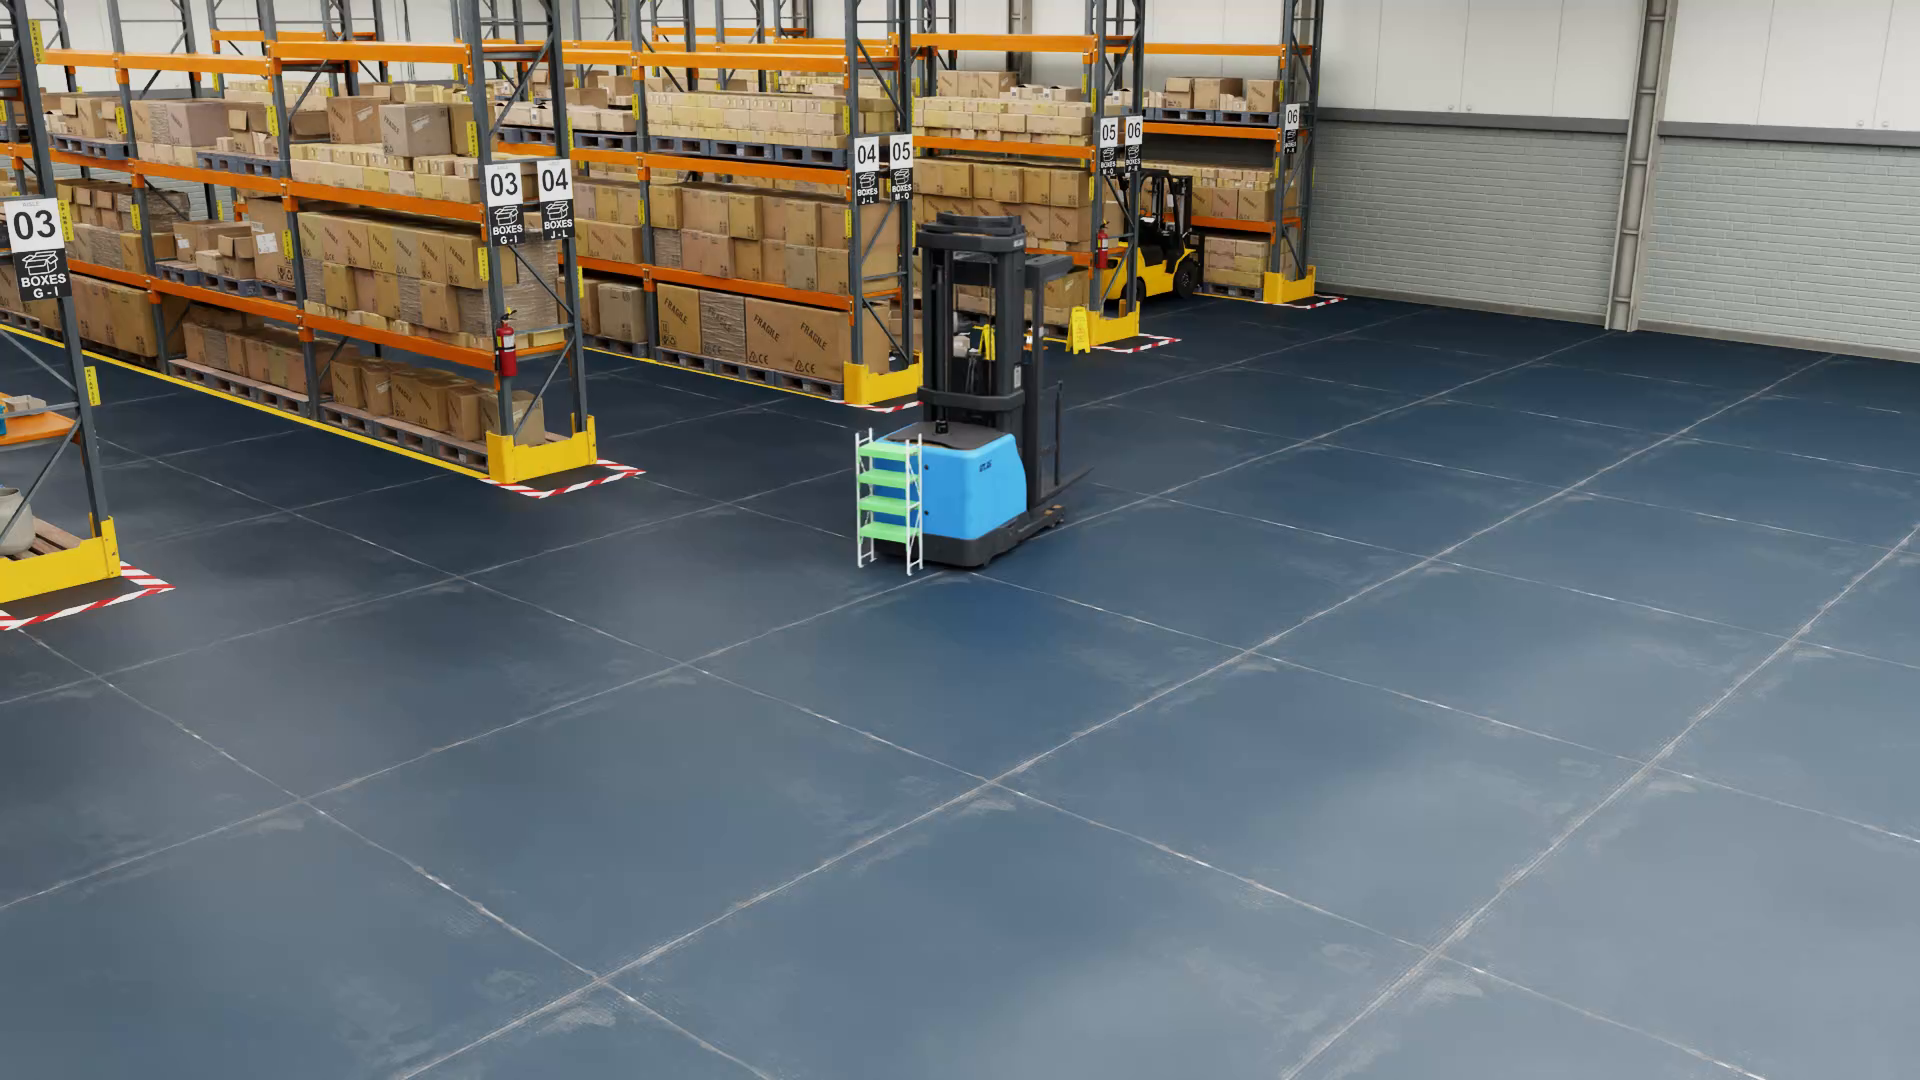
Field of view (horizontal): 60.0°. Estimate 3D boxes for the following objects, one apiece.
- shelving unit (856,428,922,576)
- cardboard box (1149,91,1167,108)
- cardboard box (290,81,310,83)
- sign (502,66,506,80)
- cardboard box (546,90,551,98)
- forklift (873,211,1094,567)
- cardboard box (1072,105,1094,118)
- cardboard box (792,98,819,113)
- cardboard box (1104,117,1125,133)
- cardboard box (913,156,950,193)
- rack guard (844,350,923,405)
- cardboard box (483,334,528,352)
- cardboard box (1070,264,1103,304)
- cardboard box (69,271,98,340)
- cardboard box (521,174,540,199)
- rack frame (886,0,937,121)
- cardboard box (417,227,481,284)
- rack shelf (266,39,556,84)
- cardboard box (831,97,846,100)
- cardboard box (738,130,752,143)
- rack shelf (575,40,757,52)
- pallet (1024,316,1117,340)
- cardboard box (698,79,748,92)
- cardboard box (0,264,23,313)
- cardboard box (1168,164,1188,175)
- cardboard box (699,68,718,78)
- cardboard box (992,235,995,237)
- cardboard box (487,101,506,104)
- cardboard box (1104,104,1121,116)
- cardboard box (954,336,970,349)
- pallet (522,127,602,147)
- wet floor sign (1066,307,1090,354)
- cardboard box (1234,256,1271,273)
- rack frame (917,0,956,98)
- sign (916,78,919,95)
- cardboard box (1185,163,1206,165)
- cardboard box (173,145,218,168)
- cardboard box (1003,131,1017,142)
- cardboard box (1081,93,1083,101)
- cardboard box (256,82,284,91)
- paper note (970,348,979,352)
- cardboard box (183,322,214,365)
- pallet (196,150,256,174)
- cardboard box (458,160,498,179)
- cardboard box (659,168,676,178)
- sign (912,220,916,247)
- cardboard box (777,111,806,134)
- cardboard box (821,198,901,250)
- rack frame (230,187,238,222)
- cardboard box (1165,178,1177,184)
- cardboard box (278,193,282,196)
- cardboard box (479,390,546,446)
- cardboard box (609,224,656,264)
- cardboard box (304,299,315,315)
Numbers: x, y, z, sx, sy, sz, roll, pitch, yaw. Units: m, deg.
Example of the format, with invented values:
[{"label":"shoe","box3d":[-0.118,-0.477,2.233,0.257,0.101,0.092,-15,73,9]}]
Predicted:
[{"label":"shelving unit","box3d":[-0.607,-0.327,14.296,0.503,1.200,0.258,9,20,26]},{"label":"cardboard box","box3d":[3.454,-7.566,28.534,0.258,0.266,0.396,14,23,38]},{"label":"cardboard box","box3d":[-11.552,-7.986,29.259,0.250,0.149,0.380,16,23,40]},{"label":"sign","box3d":[-9.351,-9.538,34.055,0.005,0.325,0.100,15,23,39]},{"label":"cardboard box","box3d":[-7.618,-8.468,31.571,0.250,0.149,0.380,16,23,41]},{"label":"forklift","box3d":[0.358,-1.567,15.342,1.130,2.935,3.031,9,20,26]},{"label":"cardboard box","box3d":[1.796,-6.083,23.597,0.250,0.149,0.380,15,23,40]},{"label":"cardboard box","box3d":[-1.820,-5.282,20.214,0.250,0.149,0.380,16,23,40]},{"label":"cardboard box","box3d":[2.046,-6.053,24.162,0.500,0.250,0.500,15,23,38]},{"label":"cardboard box","box3d":[-0.562,-5.724,26.016,0.500,0.500,0.700,15,23,39]},{"label":"rack guard","box3d":[-0.947,-2.055,20.900,0.348,0.500,1.175,15,23,39]},{"label":"cardboard box","box3d":[-4.683,-2.041,17.136,0.250,0.149,0.380,15,23,39]},{"label":"cardboard box","box3d":[1.807,-3.868,25.091,0.500,0.500,0.500,14,22,37]},{"label":"cardboard box","box3d":[-12.147,-3.443,23.959,0.875,0.875,1.225,14,22,37]},{"label":"cardboard box","box3d":[-4.522,-3.663,17.123,0.500,0.250,0.500,16,24,41]},{"label":"rack frame","box3d":[-0.747,-8.054,25.753,0.127,3.000,1.000,15,23,39]},{"label":"cardboard box","box3d":[-5.286,-2.969,17.338,0.500,0.500,0.500,15,23,39]},{"label":"rack shelf","box3d":[-5.829,-5.066,17.532,4.000,0.370,1.077,15,23,39]},{"label":"cardboard box","box3d":[-1.382,-5.430,20.681,0.250,0.149,0.380,15,23,39]},{"label":"cardboard box","box3d":[-2.579,-5.106,20.977,0.250,0.149,0.380,15,23,40]},{"label":"rack shelf","box3d":[-5.234,-8.726,29.718,4.000,0.370,1.077,15,23,39]},{"label":"pallet","box3d":[1.604,-3.249,25.139,1.213,0.211,1.003,15,23,39]},{"label":"cardboard box","box3d":[-4.121,-7.719,28.789,0.637,0.503,0.797,13,22,36]},{"label":"cardboard box","box3d":[-14.422,-4.078,25.959,0.875,0.875,0.875,15,23,39]},{"label":"cardboard box","box3d":[3.801,-6.399,28.726,0.250,0.149,0.380,15,23,39]},{"label":"cardboard box","box3d":[-5.512,-10.116,36.139,0.500,0.250,0.500,15,23,38]},{"label":"cardboard box","box3d":[0.693,-4.610,25.233,0.250,0.149,0.380,15,23,39]},{"label":"cardboard box","box3d":[-7.199,-6.510,25.680,0.500,0.500,0.500,15,23,39]},{"label":"cardboard box","box3d":[2.115,-6.199,23.964,0.250,0.149,0.380,15,23,39]},{"label":"cardboard box","box3d":[-0.076,-2.839,23.950,0.380,0.149,0.250,-6,18,-18]},{"label":"pallet","box3d":[-5.593,-5.856,24.098,1.213,0.211,1.003,16,24,42]},{"label":"wet floor sign","box3d":[1.677,-2.989,23.603,0.267,0.644,0.232,-9,20,-27]},{"label":"cardboard box","box3d":[4.965,-4.670,28.033,0.500,0.250,0.500,15,23,39]},{"label":"rack frame","box3d":[-0.447,-9.981,31.825,0.127,3.000,1.000,15,23,39]},{"label":"sign","box3d":[-0.808,-8.676,31.815,0.005,0.325,0.100,15,23,39]},{"label":"cardboard box","box3d":[4.090,-6.499,29.041,0.250,0.149,0.380,16,24,41]},{"label":"cardboard box","box3d":[-9.359,-4.758,20.573,0.500,0.250,0.500,16,23,40]},{"label":"cardboard box","box3d":[0.853,-5.974,24.570,0.250,0.149,0.380,14,22,38]},{"label":"cardboard box","box3d":[2.041,-8.091,30.384,0.250,0.149,0.380,15,23,39]},{"label":"cardboard box","box3d":[-12.064,-7.931,29.086,0.250,0.149,0.380,16,24,41]},{"label":"paper note","box3d":[0.217,-2.716,23.758,0.142,0.019,0.148,7,19,21]},{"label":"cardboard box","box3d":[-9.802,-2.644,22.028,0.500,0.500,0.700,14,22,36]},{"label":"pallet","box3d":[-8.493,-4.649,20.291,1.003,0.211,1.213,15,23,39]},{"label":"cardboard box","box3d":[-4.748,-3.683,16.527,0.250,0.149,0.380,15,23,39]},{"label":"cardboard box","box3d":[-5.055,-6.769,29.803,0.500,0.500,0.500,15,23,39]},{"label":"sign","box3d":[-0.592,-3.826,20.786,0.005,0.325,0.100,15,23,39]},{"label":"cardboard box","box3d":[-1.890,-5.135,20.410,0.500,0.250,0.500,15,23,39]},{"label":"cardboard box","box3d":[-1.217,-3.921,20.613,0.550,0.550,0.875,15,23,39]},{"label":"rack frame","box3d":[-12.932,-6.464,30.660,0.127,3.000,1.000,15,23,39]},{"label":"cardboard box","box3d":[3.752,-6.237,28.707,0.250,0.149,0.380,14,23,38]},{"label":"cardboard box","box3d":[-11.619,-6.197,29.161,0.500,0.500,0.500,14,23,38]},{"label":"cardboard box","box3d":[-4.789,-1.288,17.787,0.500,0.500,0.500,-13,22,-36]},{"label":"cardboard box","box3d":[-4.525,-4.147,23.192,0.500,0.500,0.500,15,23,39]},{"label":"cardboard box","box3d":[-7.364,-2.722,19.283,0.250,0.149,0.380,15,23,39]}]
